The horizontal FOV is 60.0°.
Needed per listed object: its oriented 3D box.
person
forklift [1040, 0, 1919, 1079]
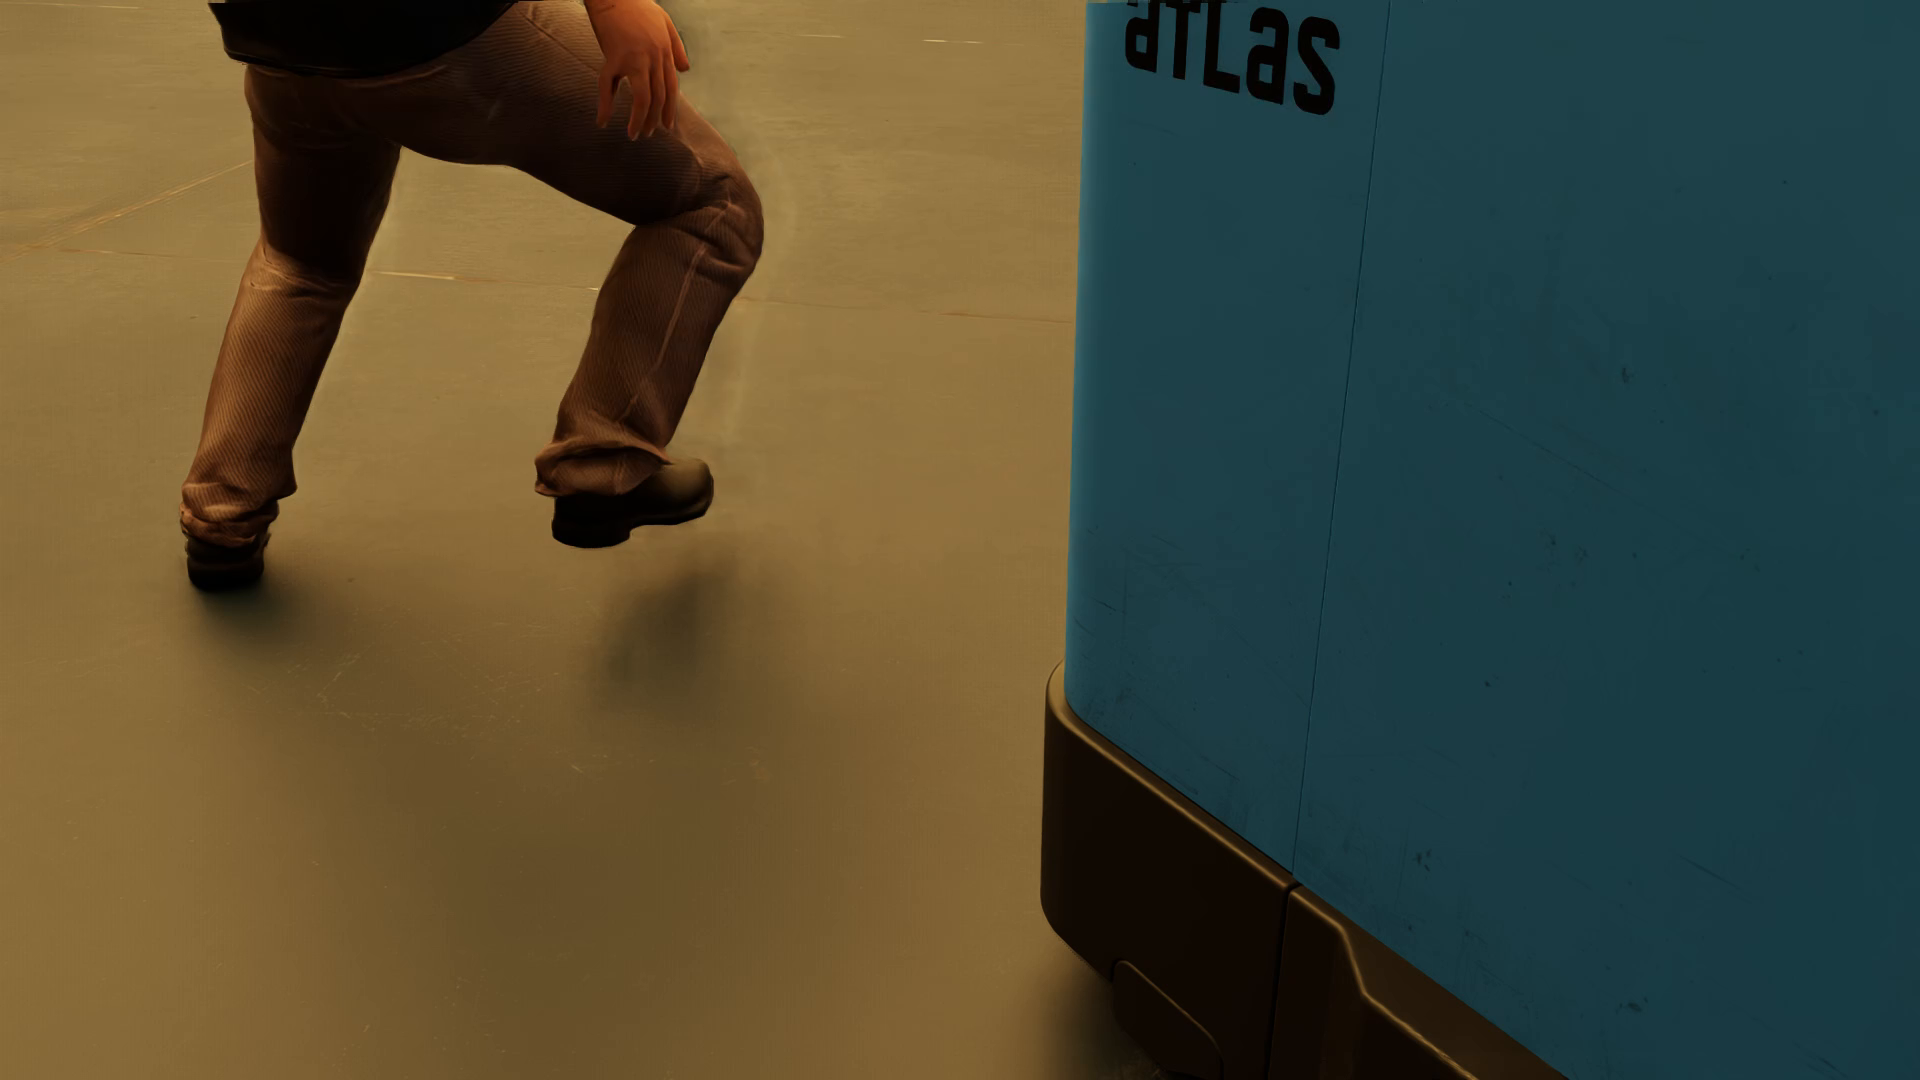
[{"bbox_3d":[-0.734,-0.701,2.147,0.927,1.607,0.636,16,31,29],"label":"person"},{"bbox_3d":[1.325,-0.473,0.183,1.130,2.935,3.031,-17,31,-30],"label":"forklift"}]
